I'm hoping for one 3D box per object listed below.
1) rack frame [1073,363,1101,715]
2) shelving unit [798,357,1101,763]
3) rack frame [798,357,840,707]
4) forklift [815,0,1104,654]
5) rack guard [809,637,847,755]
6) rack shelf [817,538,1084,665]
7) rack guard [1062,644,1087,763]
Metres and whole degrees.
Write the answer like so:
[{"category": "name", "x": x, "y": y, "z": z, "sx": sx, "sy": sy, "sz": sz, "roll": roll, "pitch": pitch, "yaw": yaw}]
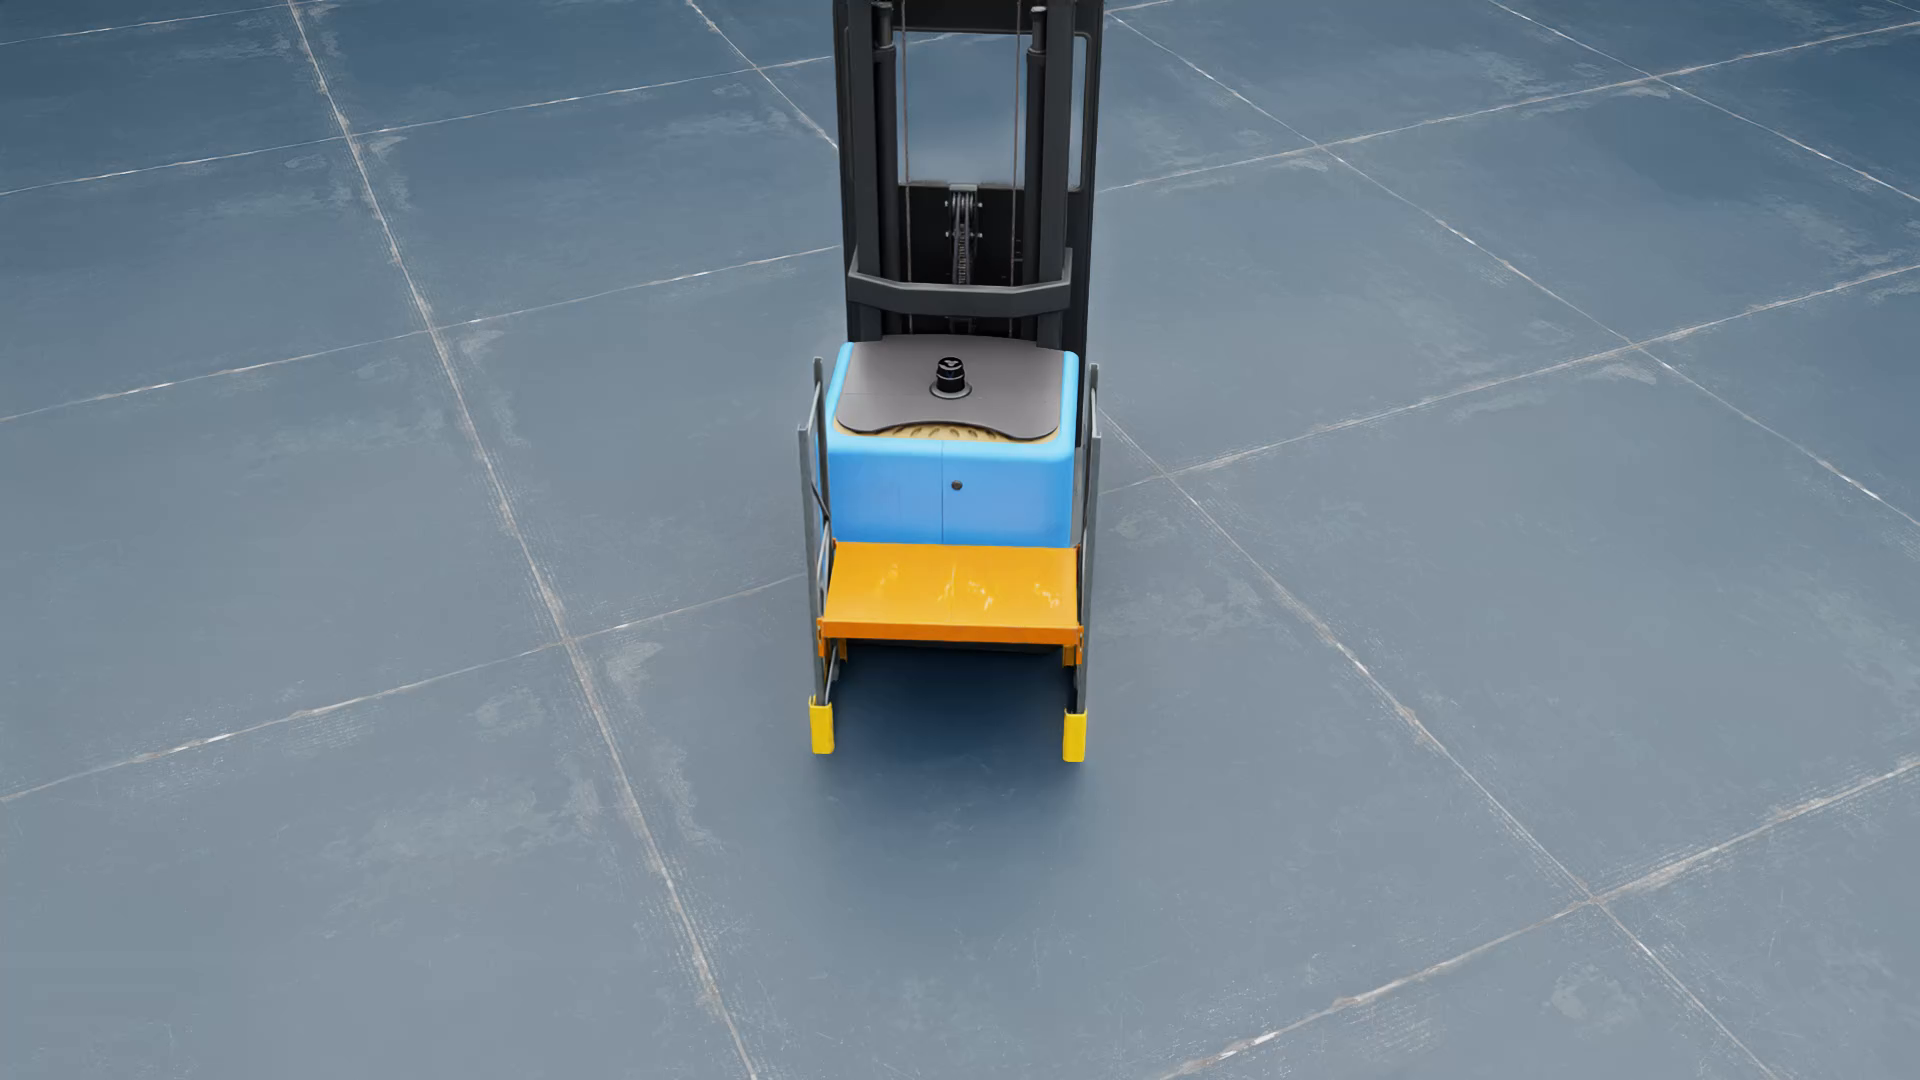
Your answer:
[{"category": "rack frame", "x": 0.481, "y": 0.102, "z": 6.353, "sx": 0.032, "sy": 1.500, "sz": 0.500, "roll": 2, "pitch": 37, "yaw": 2}, {"category": "shelving unit", "x": -0.036, "y": 0.088, "z": 6.372, "sx": 1.083, "sy": 1.500, "sz": 0.587, "roll": 2, "pitch": 37, "yaw": 2}, {"category": "rack frame", "x": -0.535, "y": 0.074, "z": 6.391, "sx": 0.032, "sy": 1.500, "sz": 0.500, "roll": 2, "pitch": 37, "yaw": 2}, {"category": "forklift", "x": 0.053, "y": -1.561, "z": 7.395, "sx": 1.130, "sy": 2.935, "sz": 3.031, "roll": 3, "pitch": 37, "yaw": 4}, {"category": "rack guard", "x": -0.533, "y": 0.576, "z": 6.763, "sx": 0.087, "sy": 0.250, "sz": 0.587, "roll": 2, "pitch": 37, "yaw": 2}, {"category": "rack shelf", "x": -0.027, "y": 0.233, "z": 6.479, "sx": 1.000, "sy": 0.185, "sz": 0.538, "roll": 2, "pitch": 37, "yaw": 2}, {"category": "rack guard", "x": 0.462, "y": 0.604, "z": 6.726, "sx": 0.087, "sy": 0.250, "sz": 0.587, "roll": 2, "pitch": 37, "yaw": 2}]
